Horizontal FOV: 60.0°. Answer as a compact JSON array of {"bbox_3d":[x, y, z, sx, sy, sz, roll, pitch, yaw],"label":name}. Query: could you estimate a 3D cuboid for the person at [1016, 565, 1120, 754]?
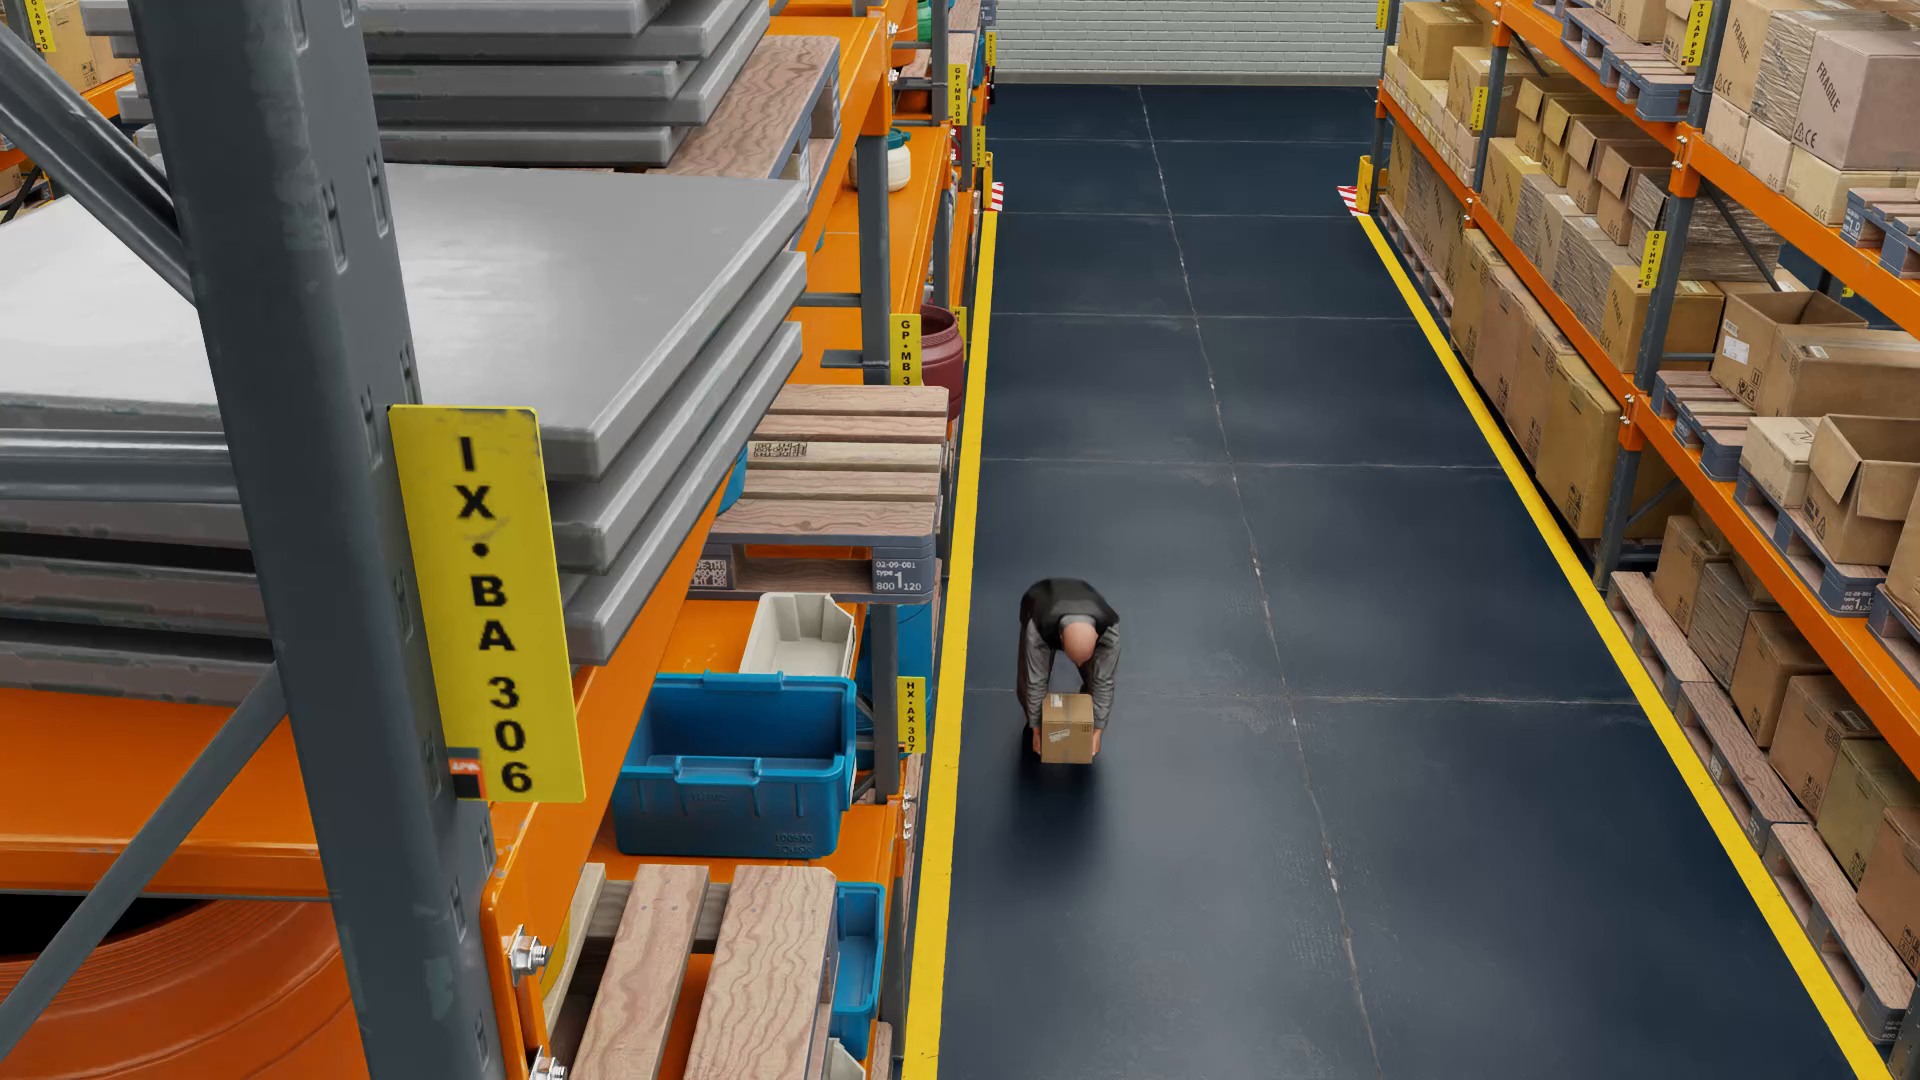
[{"bbox_3d":[0.540,0.647,8.455,0.507,0.978,0.941,0,28,0],"label":"person"}]
